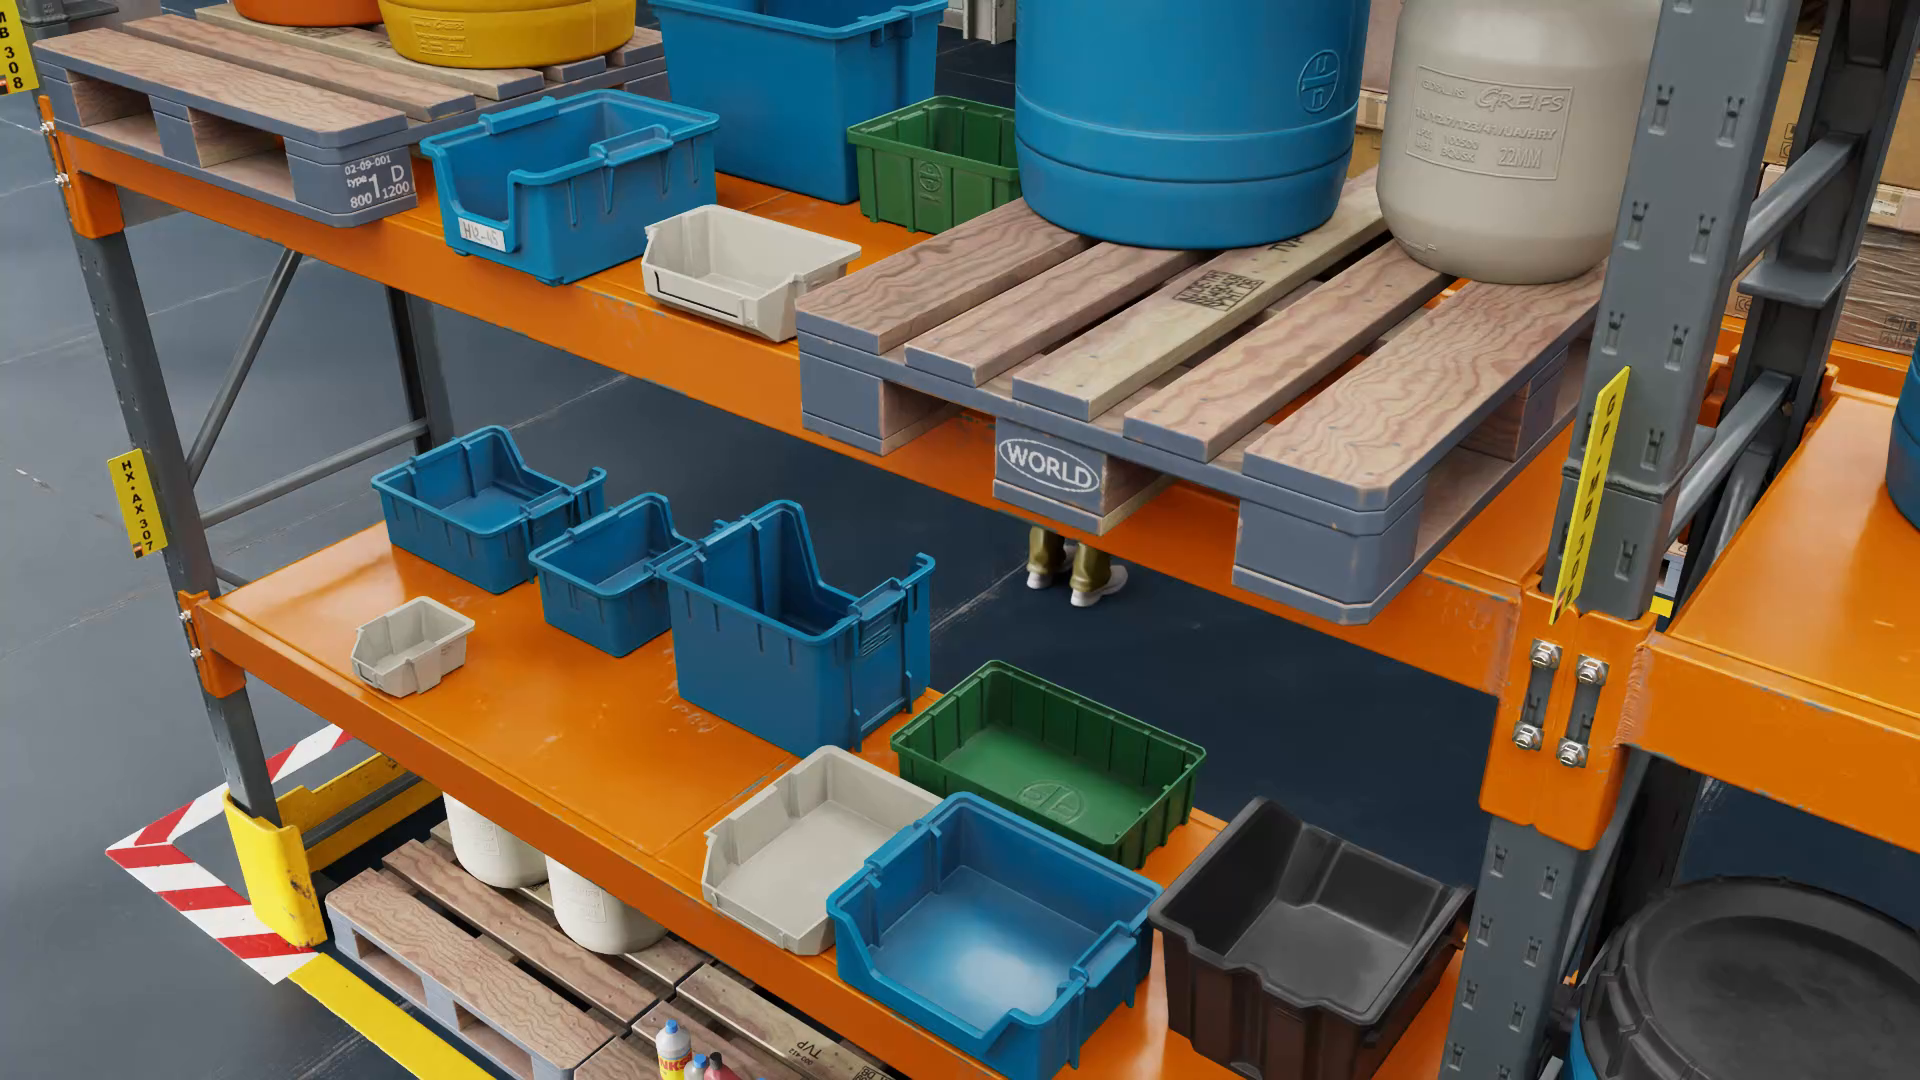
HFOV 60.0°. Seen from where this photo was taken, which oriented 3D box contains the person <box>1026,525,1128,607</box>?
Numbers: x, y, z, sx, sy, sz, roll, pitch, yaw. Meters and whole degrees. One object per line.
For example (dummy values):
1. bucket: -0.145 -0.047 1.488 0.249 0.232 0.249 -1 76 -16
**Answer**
1. person: 0.503 -0.570 7.145 0.572 1.757 0.378 22 37 32
